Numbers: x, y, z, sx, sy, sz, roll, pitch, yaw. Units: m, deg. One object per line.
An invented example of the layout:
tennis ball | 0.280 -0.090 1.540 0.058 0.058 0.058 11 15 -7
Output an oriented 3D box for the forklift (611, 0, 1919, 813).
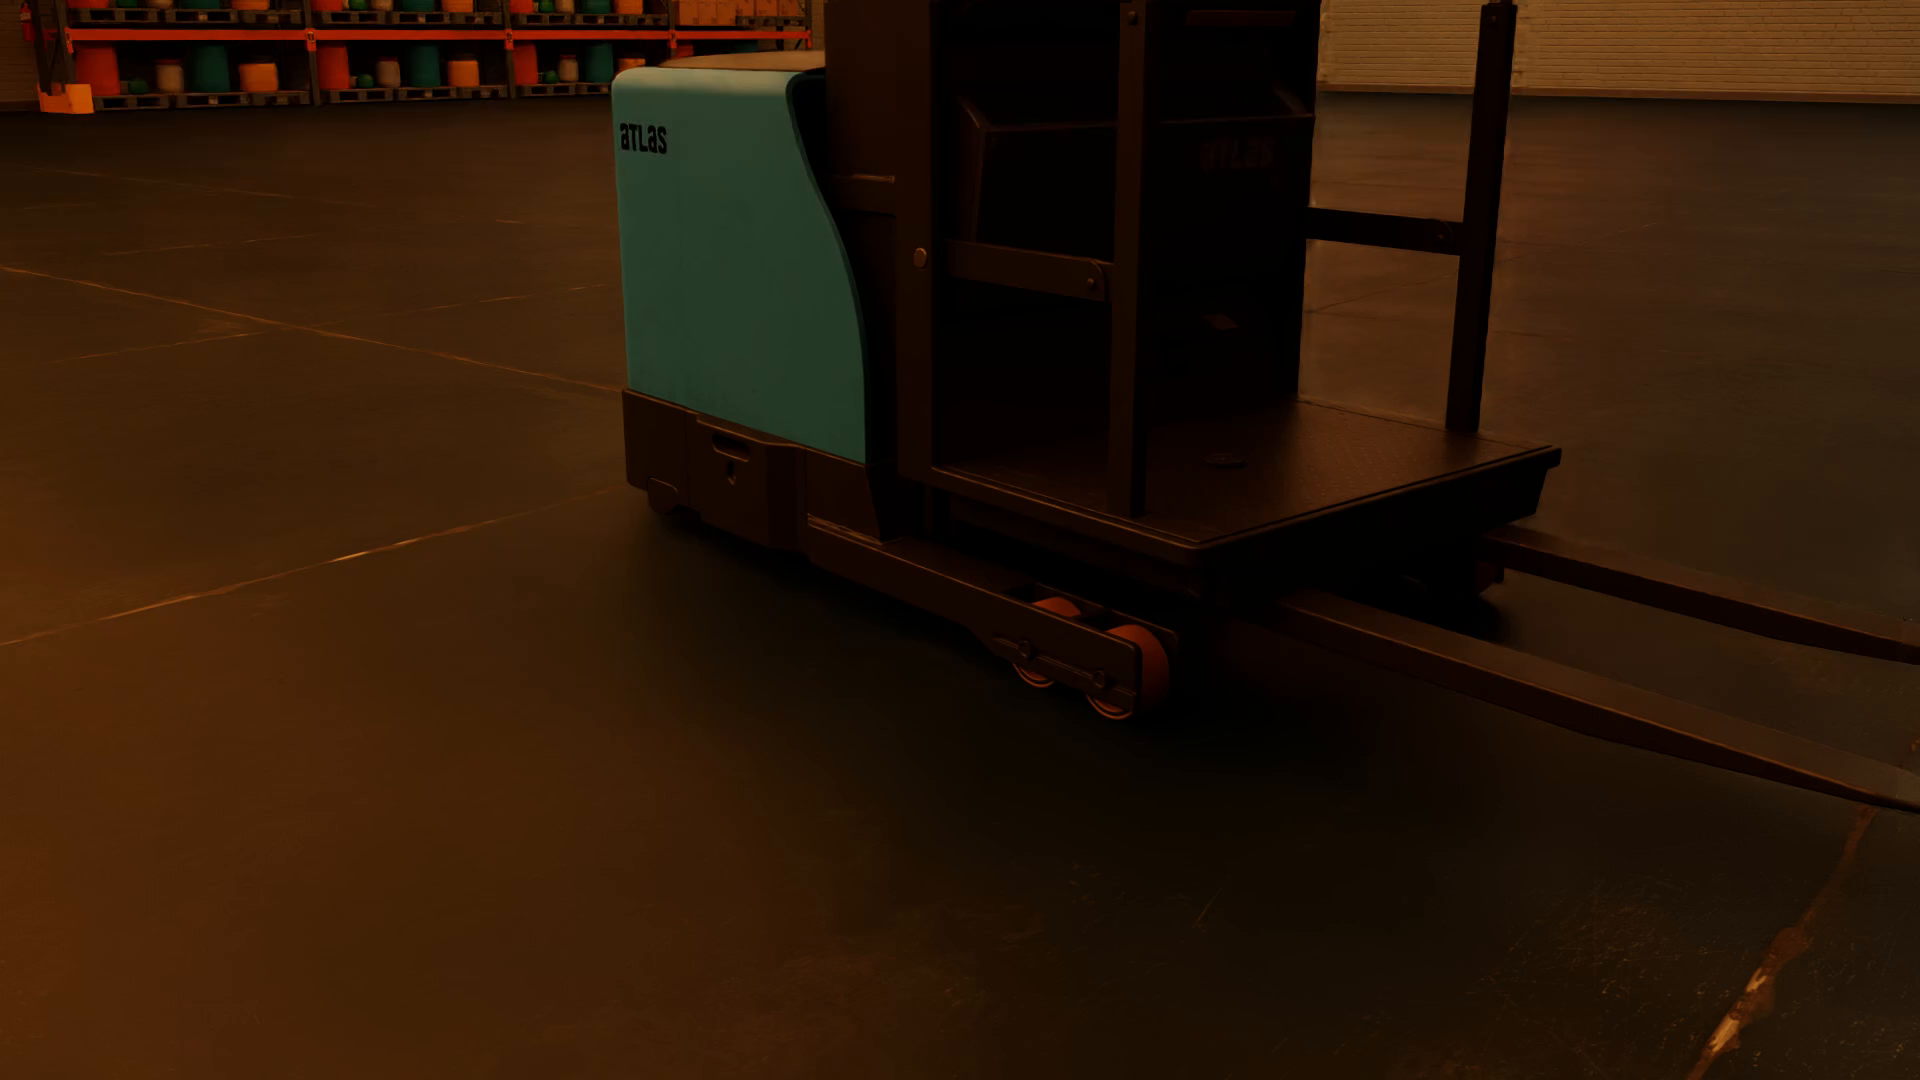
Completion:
forklift | 0.491 -1.252 3.021 1.130 2.935 3.031 -14 22 -38
